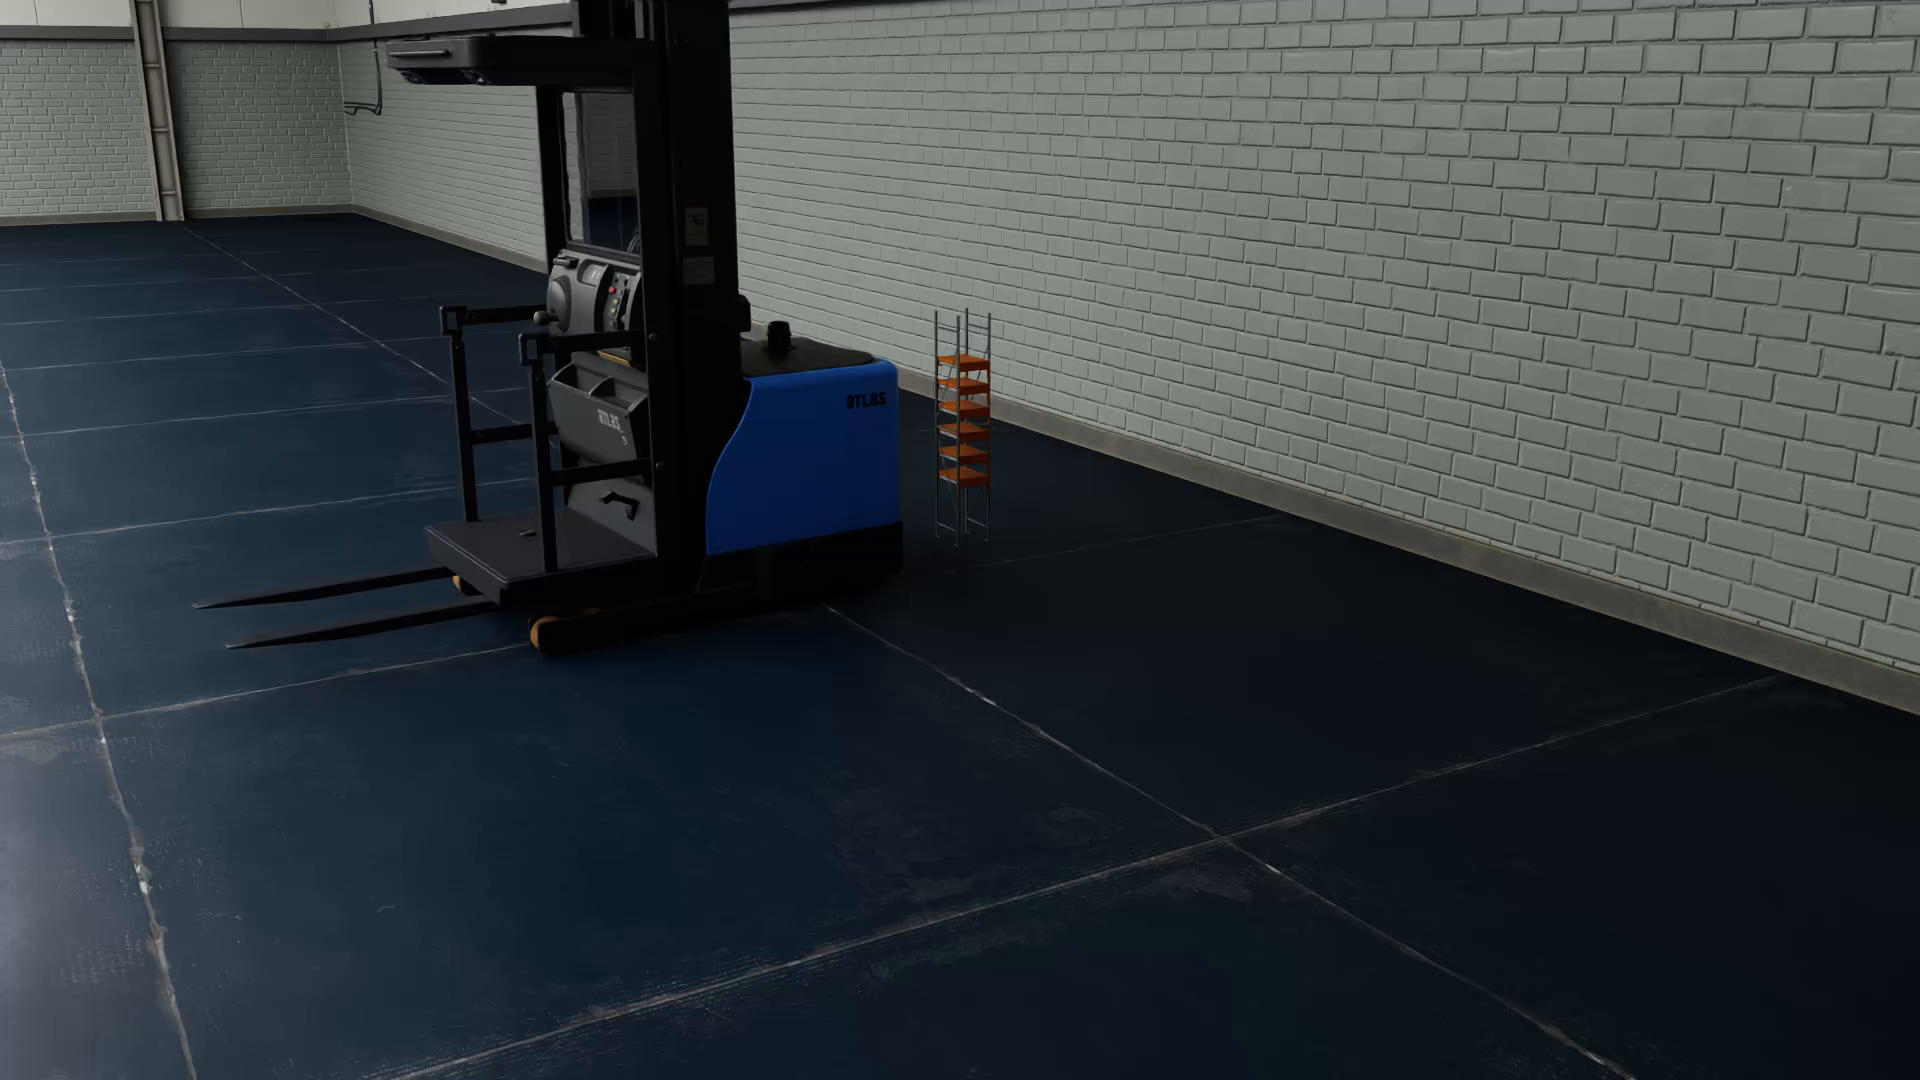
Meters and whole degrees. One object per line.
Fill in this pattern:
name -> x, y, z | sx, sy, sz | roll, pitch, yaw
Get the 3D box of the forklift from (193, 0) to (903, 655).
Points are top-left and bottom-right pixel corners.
forklift -> -1.777, -1.086, 7.192 | 3.031, 2.935, 1.130 | -11, 19, -33

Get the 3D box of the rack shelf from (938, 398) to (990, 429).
rack shelf -> 0.012, -0.653, 8.573 | 0.180, 0.103, 0.258 | -9, 18, -30

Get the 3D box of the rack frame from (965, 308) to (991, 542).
rack frame -> 0.091, -0.592, 8.639 | 0.006, 1.200, 0.240 | -9, 18, -30

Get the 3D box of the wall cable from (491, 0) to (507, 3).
wall cable -> -5.151, -9.238, 18.733 | 0.169, 6.003, 2.305 | -9, 18, -30

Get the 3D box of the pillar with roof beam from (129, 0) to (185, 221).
pillar with roof beam -> -11.015, -8.700, 23.112 | 0.400, 9.000, 9.100 | -9, 18, -30

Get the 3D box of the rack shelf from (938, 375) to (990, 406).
rack shelf -> 0.012, -0.768, 8.541 | 0.180, 0.103, 0.258 | -9, 18, -30

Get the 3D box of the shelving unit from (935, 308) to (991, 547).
shelving unit -> 0.012, -0.580, 8.593 | 0.189, 1.200, 0.258 | -9, 18, -30

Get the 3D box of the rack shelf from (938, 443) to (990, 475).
rack shelf -> 0.012, -0.421, 8.638 | 0.180, 0.103, 0.258 | -9, 18, -30

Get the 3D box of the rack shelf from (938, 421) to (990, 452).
rack shelf -> 0.012, -0.537, 8.605 | 0.180, 0.103, 0.258 | -9, 18, -30

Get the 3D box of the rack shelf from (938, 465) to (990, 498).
rack shelf -> 0.012, -0.306, 8.670 | 0.180, 0.103, 0.258 | -9, 18, -30

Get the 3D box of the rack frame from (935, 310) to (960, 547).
rack frame -> -0.066, -0.567, 8.548 | 0.006, 1.200, 0.240 | -9, 18, -30

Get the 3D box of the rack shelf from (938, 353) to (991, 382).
rack shelf -> 0.012, -0.884, 8.508 | 0.180, 0.103, 0.258 | -9, 18, -30

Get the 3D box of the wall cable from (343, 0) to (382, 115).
wall cable -> -10.026, -8.304, 27.454 | 0.112, 2.526, 3.097 | -9, 18, -30
